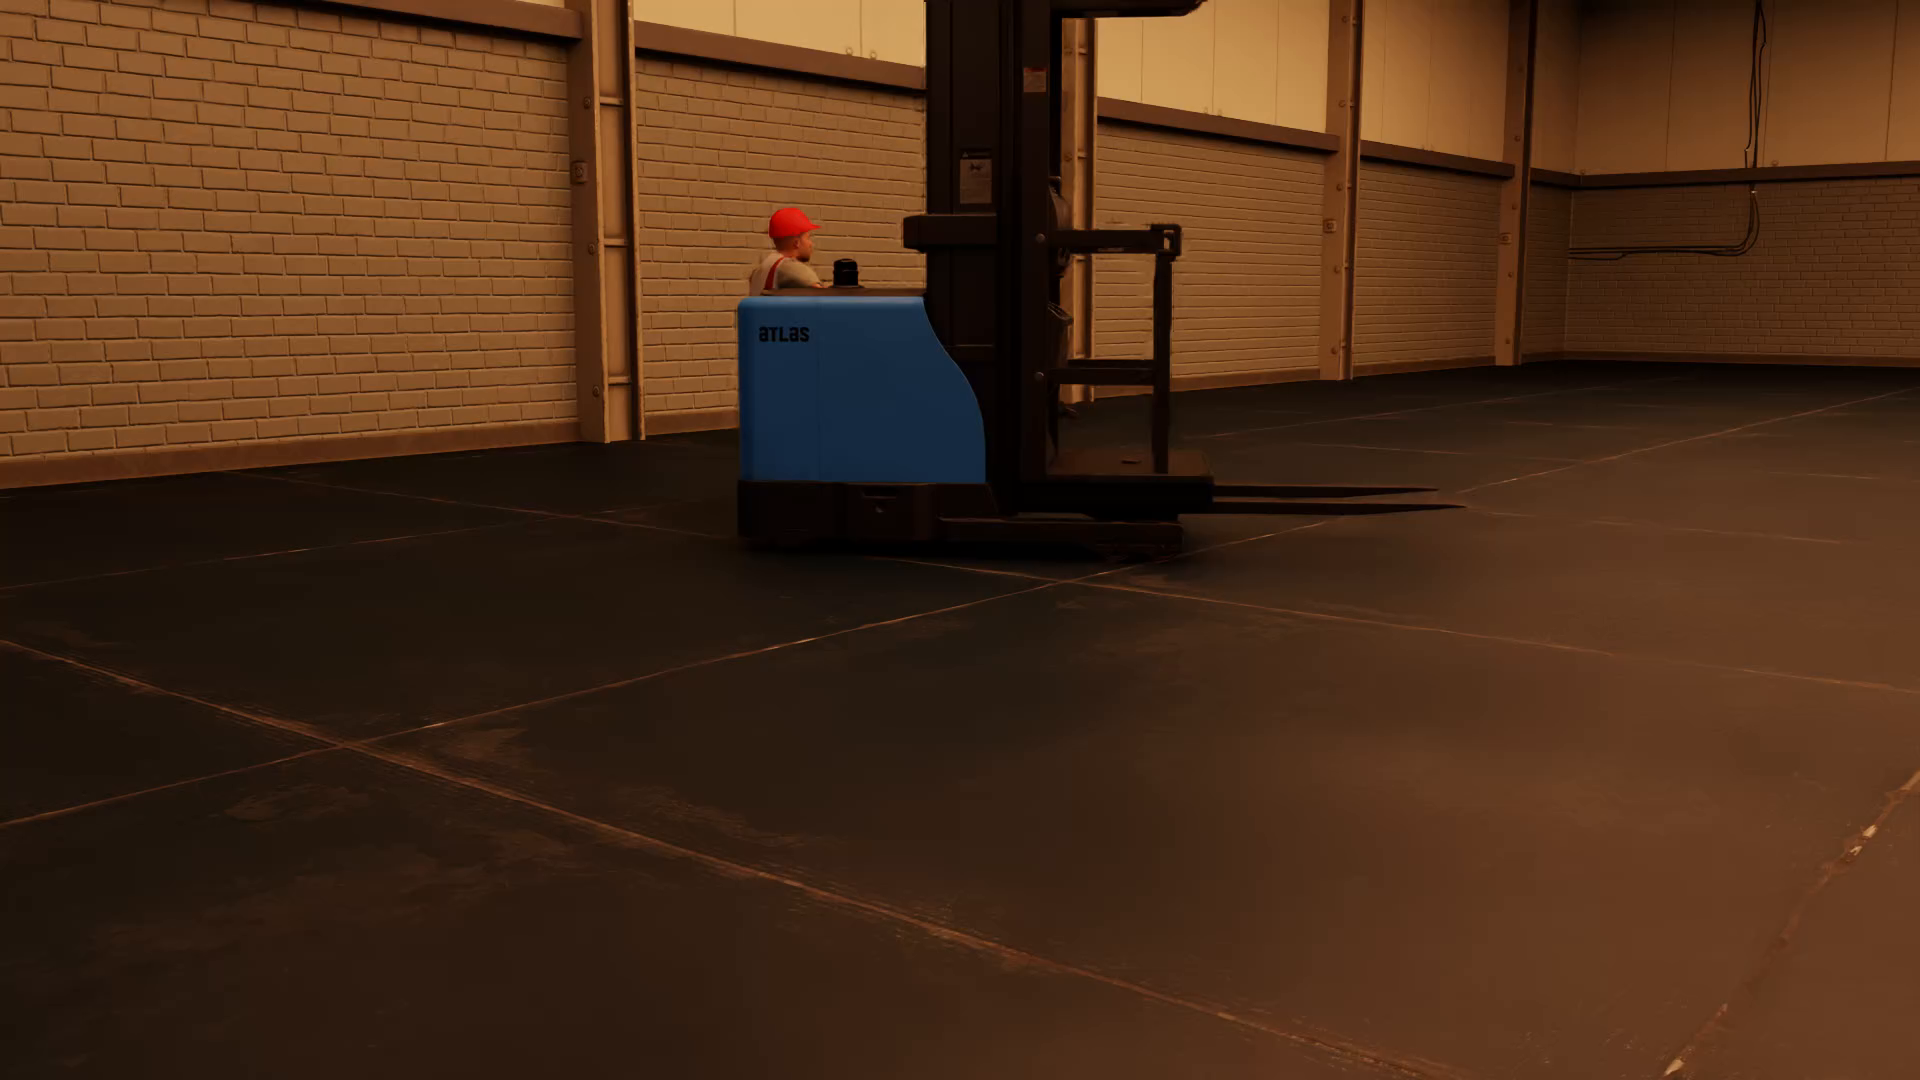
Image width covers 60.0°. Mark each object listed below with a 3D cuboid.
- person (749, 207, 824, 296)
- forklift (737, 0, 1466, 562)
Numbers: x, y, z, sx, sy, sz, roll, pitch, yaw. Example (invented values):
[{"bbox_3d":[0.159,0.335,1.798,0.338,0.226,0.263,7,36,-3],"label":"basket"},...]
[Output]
[{"bbox_3d":[-0.650,-0.948,8.721,0.877,1.556,0.870,-6,10,-33],"label":"person"},{"bbox_3d":[0.607,-1.441,7.131,3.031,2.935,1.130,1,8,6],"label":"forklift"}]
